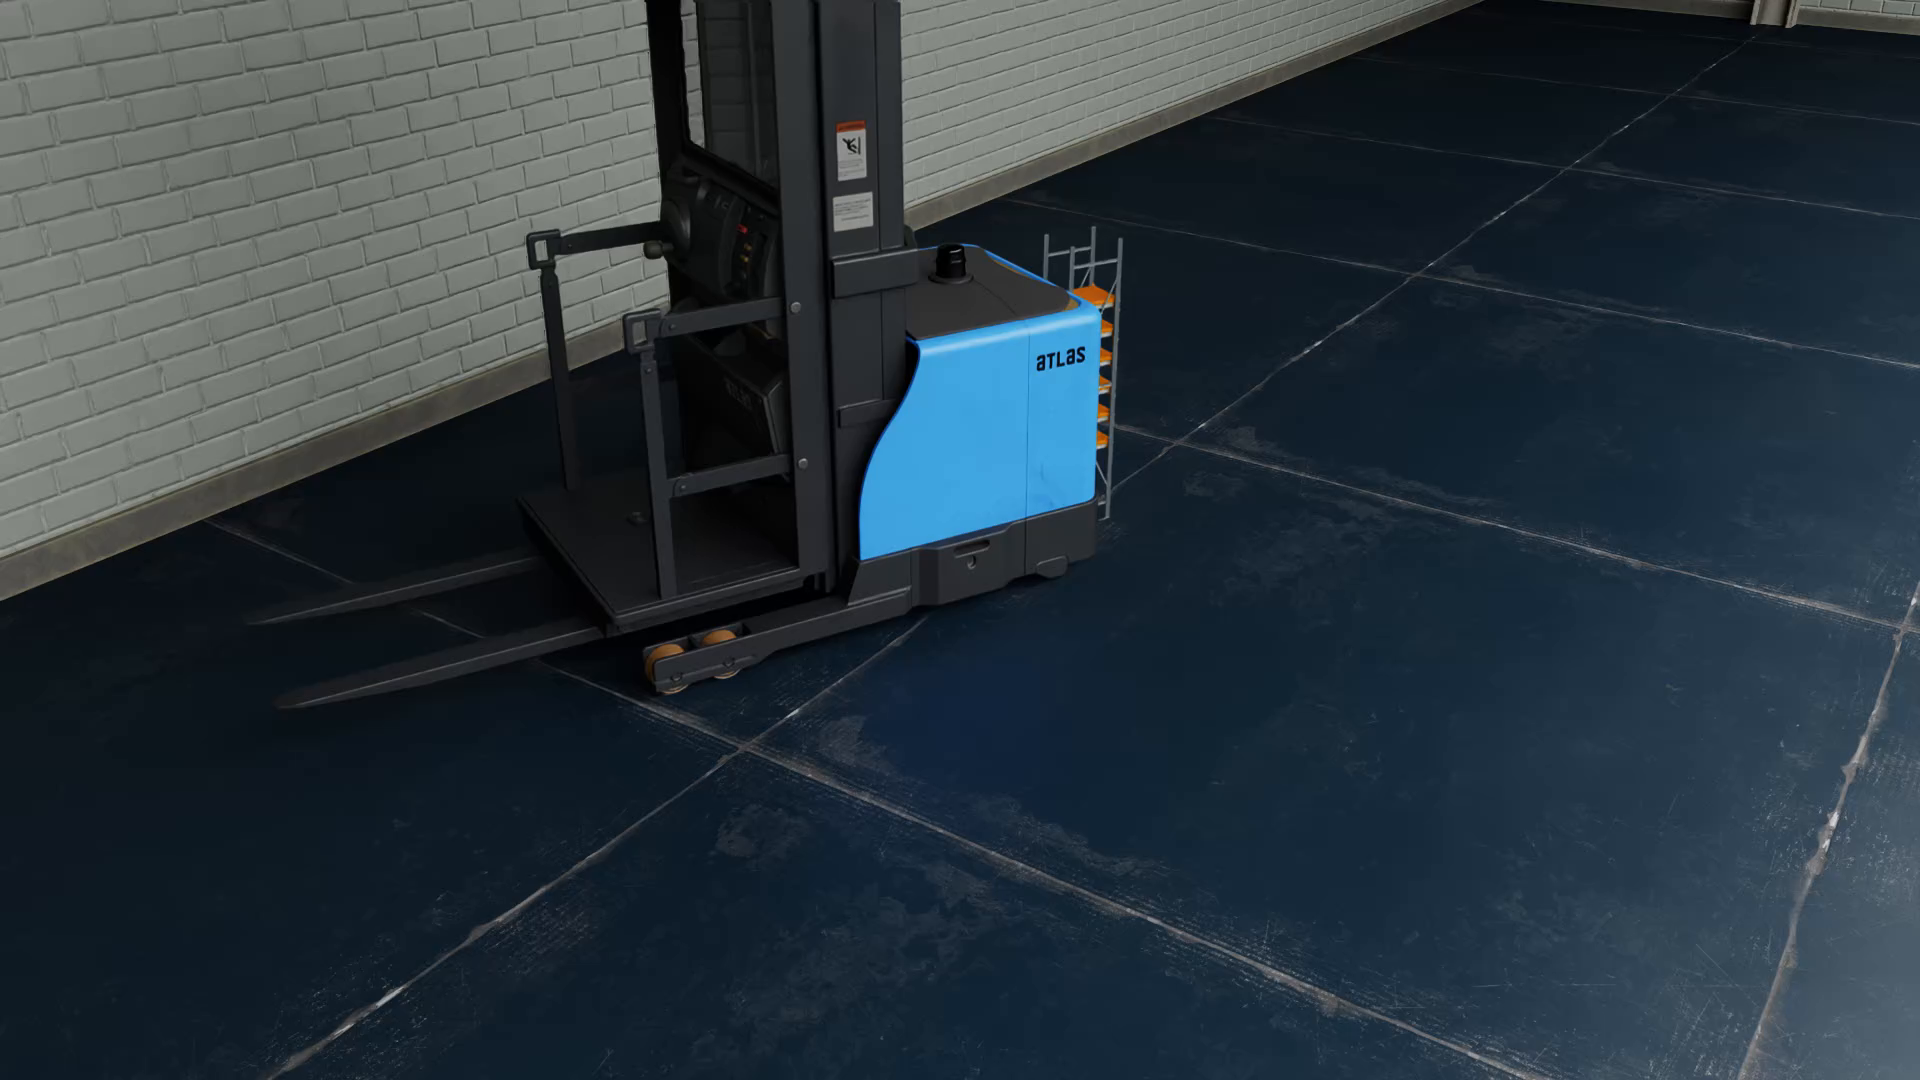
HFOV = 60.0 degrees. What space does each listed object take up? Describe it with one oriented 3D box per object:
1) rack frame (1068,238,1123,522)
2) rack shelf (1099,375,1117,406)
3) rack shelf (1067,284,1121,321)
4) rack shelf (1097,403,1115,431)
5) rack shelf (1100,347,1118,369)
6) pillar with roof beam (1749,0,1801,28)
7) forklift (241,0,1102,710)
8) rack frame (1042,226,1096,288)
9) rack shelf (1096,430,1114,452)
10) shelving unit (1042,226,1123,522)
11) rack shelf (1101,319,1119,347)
[{"bbox_3d":[0.517,-0.597,6.600,0.240,1.200,0.006,-15,30,-27],"label":"rack frame"},{"bbox_3d":[0.472,-0.594,6.691,0.258,0.103,0.180,-15,30,-27],"label":"rack shelf"},{"bbox_3d":[0.473,-0.915,6.528,0.258,0.103,0.180,-15,30,-27],"label":"rack shelf"},{"bbox_3d":[0.471,-0.487,6.745,0.258,0.103,0.180,-15,30,-27],"label":"rack shelf"},{"bbox_3d":[0.472,-0.701,6.636,0.258,0.103,0.180,-15,30,-27],"label":"rack shelf"},{"bbox_3d":[6.023,-7.774,12.104,0.400,9.000,9.100,17,32,30],"label":"pillar with roof beam"},{"bbox_3d":[-1.001,-1.052,5.586,3.031,2.935,1.130,-15,30,-26],"label":"forklift"},{"bbox_3d":[0.426,-0.669,6.741,0.240,1.200,0.006,-15,30,-27],"label":"rack frame"},{"bbox_3d":[0.471,-0.380,6.799,0.258,0.103,0.180,-15,30,-27],"label":"rack shelf"},{"bbox_3d":[0.472,-0.633,6.671,0.258,1.200,0.189,-15,30,-27],"label":"shelving unit"},{"bbox_3d":[0.472,-0.808,6.582,0.258,0.103,0.180,-15,30,-27],"label":"rack shelf"}]
